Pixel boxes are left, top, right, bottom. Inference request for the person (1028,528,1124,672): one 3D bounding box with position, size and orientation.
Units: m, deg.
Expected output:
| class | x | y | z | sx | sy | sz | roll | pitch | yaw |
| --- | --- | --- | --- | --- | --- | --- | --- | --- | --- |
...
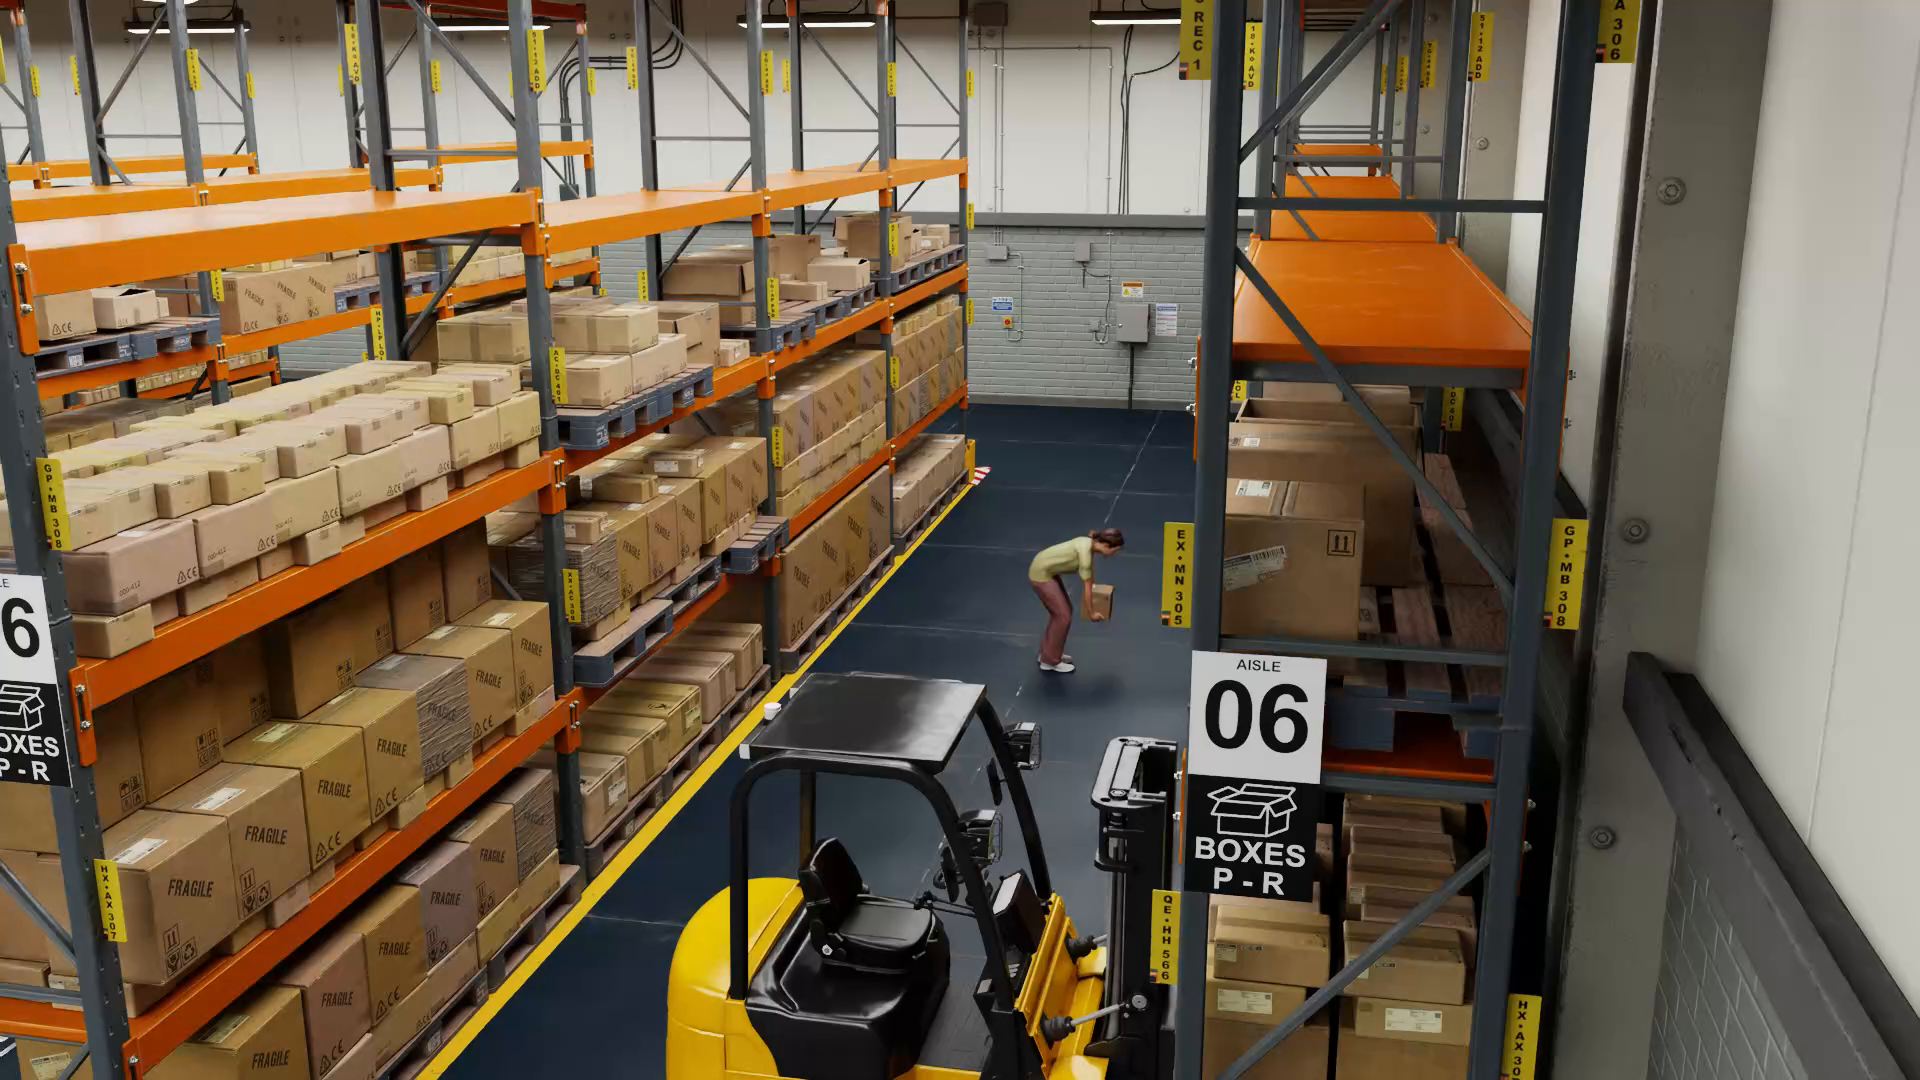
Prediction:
| class | x | y | z | sx | sy | sz | roll | pitch | yaw |
| --- | --- | --- | --- | --- | --- | --- | --- | --- | --- |
| person | 1.002 | 0.501 | 14.406 | 0.819 | 1.273 | 0.418 | 2 | 15 | 9 |
